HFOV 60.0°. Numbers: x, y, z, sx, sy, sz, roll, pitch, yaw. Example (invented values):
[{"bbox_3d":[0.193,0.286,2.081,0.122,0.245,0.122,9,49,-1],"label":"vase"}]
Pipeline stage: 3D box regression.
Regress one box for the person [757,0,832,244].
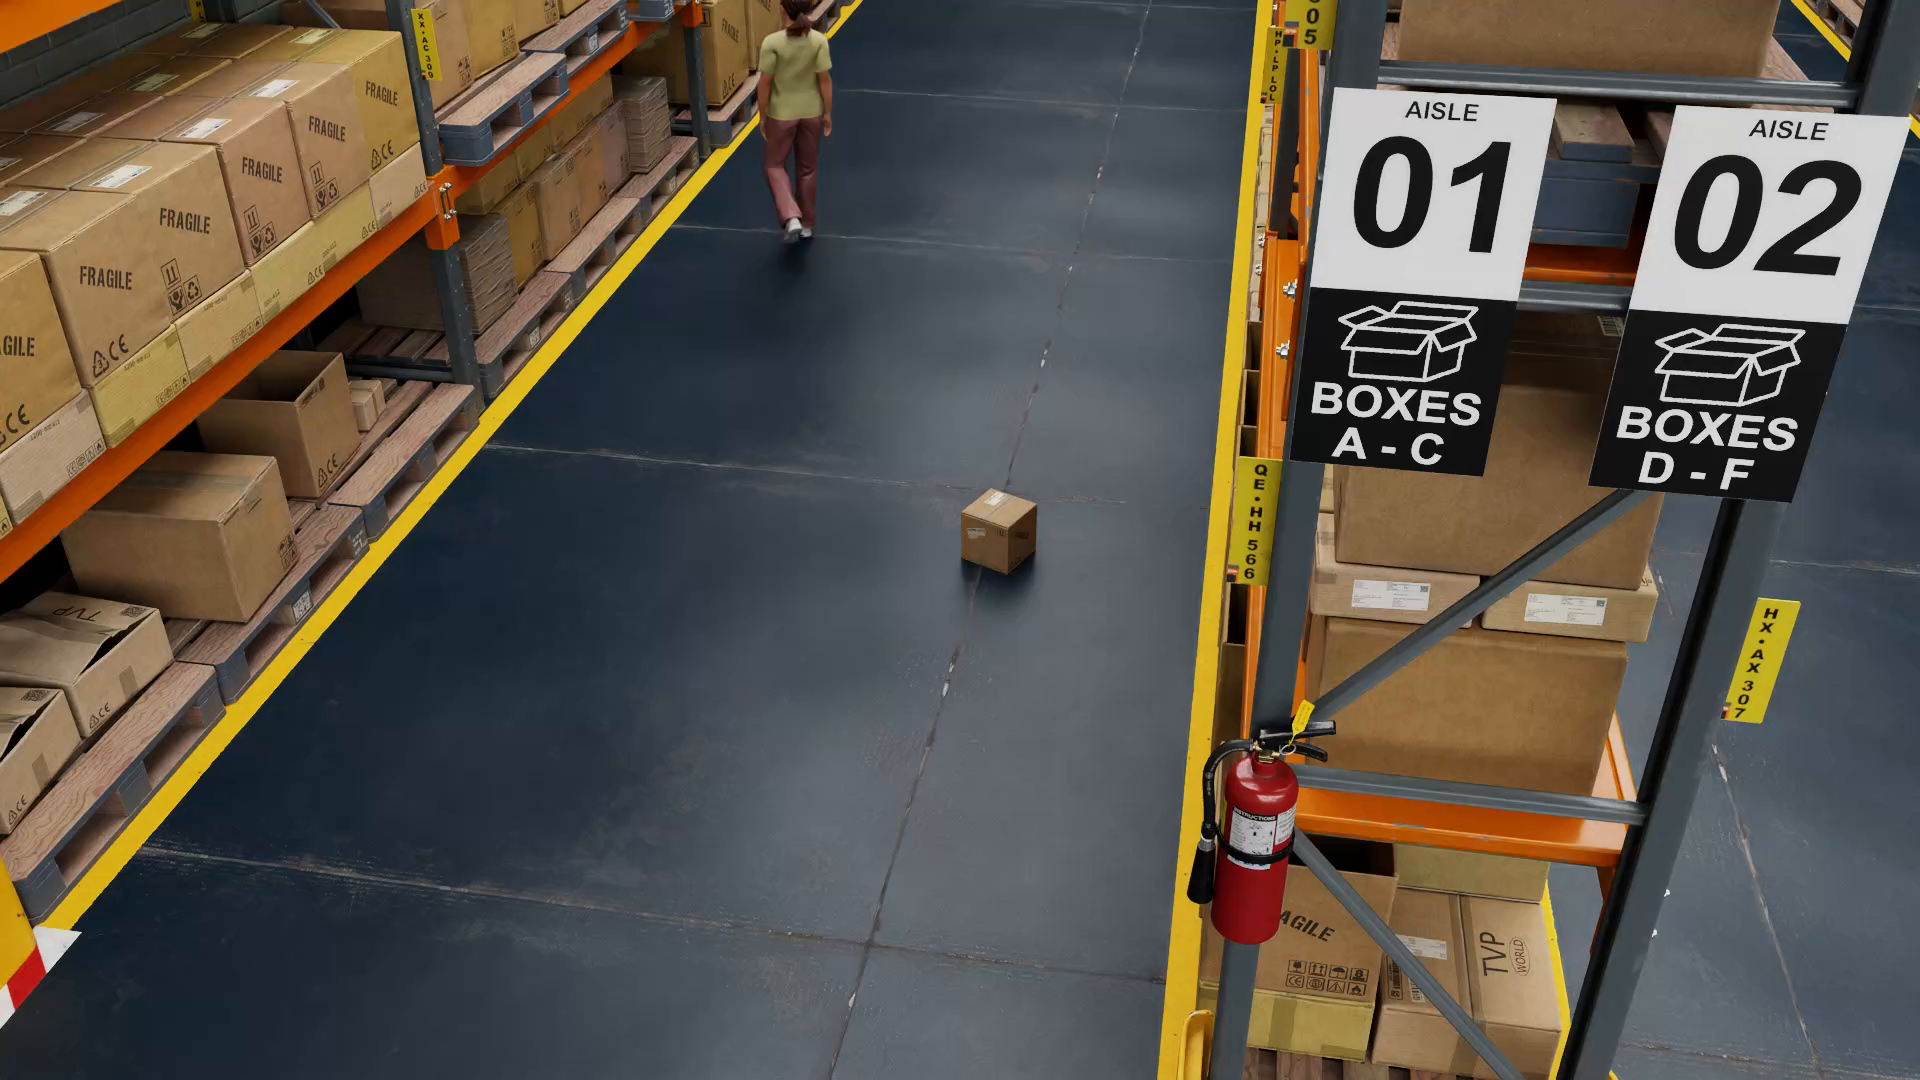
[{"bbox_3d":[-1.019,-2.601,10.213,0.462,1.649,0.742,-10,34,-15],"label":"person"}]
